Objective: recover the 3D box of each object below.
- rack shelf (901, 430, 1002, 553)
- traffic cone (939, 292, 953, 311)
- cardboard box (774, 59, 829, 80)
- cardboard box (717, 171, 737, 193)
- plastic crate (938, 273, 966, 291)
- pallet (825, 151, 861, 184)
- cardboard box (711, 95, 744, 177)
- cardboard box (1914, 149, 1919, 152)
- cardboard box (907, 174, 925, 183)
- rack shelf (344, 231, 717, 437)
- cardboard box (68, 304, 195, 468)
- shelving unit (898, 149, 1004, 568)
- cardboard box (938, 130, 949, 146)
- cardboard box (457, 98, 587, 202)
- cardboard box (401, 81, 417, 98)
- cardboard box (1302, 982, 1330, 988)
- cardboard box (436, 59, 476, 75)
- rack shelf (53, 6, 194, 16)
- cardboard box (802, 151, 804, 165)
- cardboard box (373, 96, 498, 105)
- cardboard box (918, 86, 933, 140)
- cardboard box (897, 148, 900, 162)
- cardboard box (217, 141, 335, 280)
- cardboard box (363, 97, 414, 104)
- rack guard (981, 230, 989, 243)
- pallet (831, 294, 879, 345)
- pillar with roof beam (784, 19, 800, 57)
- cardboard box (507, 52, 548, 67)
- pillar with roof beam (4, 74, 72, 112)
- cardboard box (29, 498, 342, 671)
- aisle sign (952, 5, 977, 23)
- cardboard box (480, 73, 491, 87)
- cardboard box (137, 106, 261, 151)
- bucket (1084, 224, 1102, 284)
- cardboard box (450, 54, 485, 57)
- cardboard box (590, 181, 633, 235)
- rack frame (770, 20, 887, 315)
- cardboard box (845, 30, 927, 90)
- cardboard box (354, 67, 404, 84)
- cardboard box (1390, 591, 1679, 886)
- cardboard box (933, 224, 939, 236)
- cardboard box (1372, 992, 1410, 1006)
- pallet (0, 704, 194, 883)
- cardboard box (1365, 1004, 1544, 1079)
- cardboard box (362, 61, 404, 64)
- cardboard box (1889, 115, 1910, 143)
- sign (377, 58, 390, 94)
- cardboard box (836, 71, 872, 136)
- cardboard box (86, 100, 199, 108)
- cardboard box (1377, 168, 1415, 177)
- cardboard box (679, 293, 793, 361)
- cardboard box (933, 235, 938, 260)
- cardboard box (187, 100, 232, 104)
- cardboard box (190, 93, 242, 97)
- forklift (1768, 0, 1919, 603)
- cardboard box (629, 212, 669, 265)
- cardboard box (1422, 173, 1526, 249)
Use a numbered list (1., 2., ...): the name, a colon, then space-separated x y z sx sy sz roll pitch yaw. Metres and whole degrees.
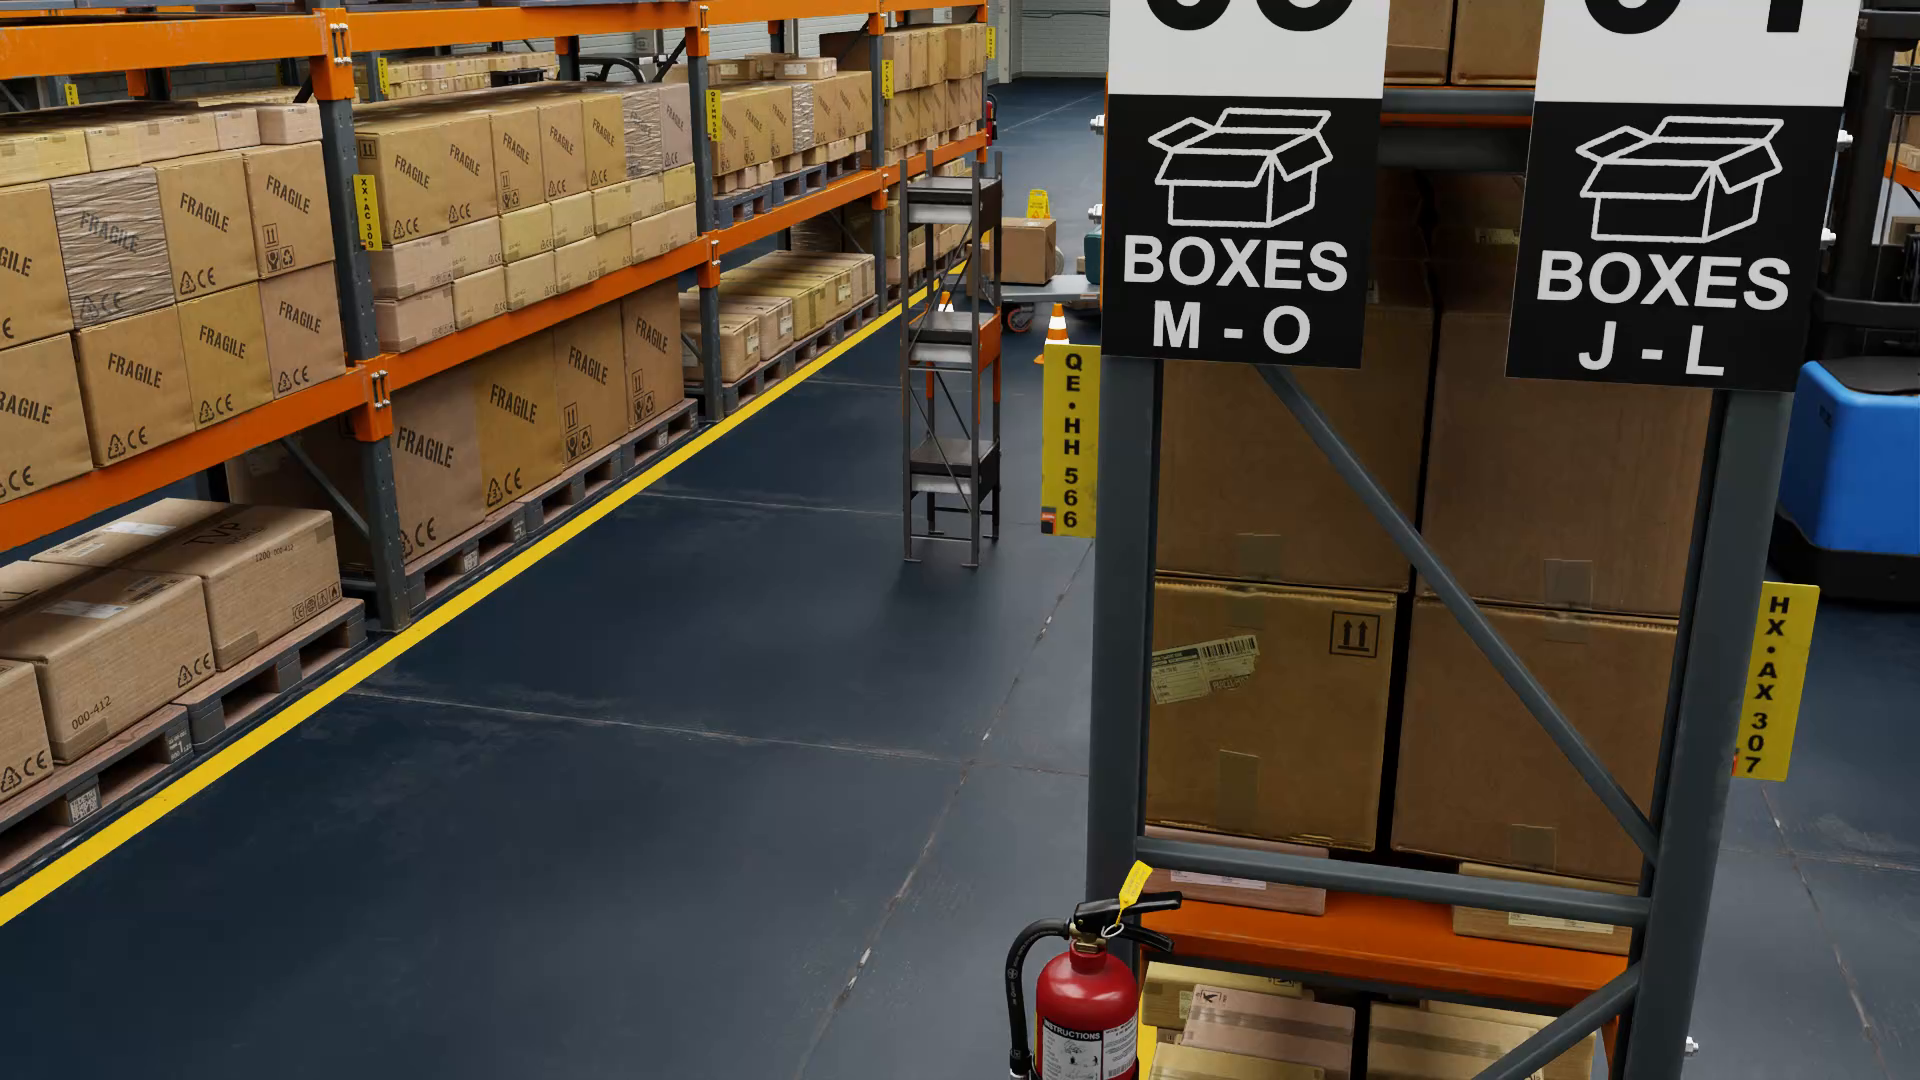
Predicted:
1. rack shelf: -0.040 -0.266 8.927 0.431 0.518 0.480 5 19 13
2. traffic cone: -0.120 -1.834 13.841 0.336 0.463 0.334 5 19 13
3. cardboard box: -1.268 -3.760 13.287 0.380 0.149 0.250 4 19 11
4. cardboard box: -1.790 -2.533 11.702 0.380 0.149 0.250 3 19 10
5. plastic crate: 0.005 -2.579 16.616 0.402 0.080 0.583 -2 19 -6
6. pallet: -1.502 -3.215 14.256 1.003 0.211 1.213 5 19 13
7. cardboard box: -1.817 -2.790 11.449 0.500 0.500 0.500 4 19 12
8. cardboard box: 8.813 -3.423 14.957 0.380 0.149 0.250 5 19 13
9. cardboard box: -0.556 -3.452 16.095 0.380 0.149 0.250 5 20 15
10. rack shelf: -2.640 -1.313 9.503 1.077 0.370 4.000 5 19 13
11. cardboard box: -3.223 -0.588 6.112 0.500 0.500 0.500 4 19 13
12. shelving unit: -0.040 -0.942 8.696 0.431 2.100 0.503 5 19 13
13. cardboard box: -0.325 -4.128 17.021 0.380 0.149 0.250 4 19 13
14. cardboard box: -2.400 -2.143 9.120 0.500 0.500 0.500 4 19 12
15. cardboard box: -5.594 -4.439 16.385 0.380 0.149 0.250 5 20 15
16. cardboard box: 0.784 1.028 4.377 0.380 0.149 0.250 4 19 11
17. cardboard box: -5.341 -4.986 17.525 0.380 0.149 0.250 5 19 14
18. rack shelf: -6.477 -4.377 13.833 1.077 0.370 4.000 5 19 13
19. cardboard box: -1.459 -3.037 13.178 0.380 0.149 0.250 4 19 11
20. cardboard box: -2.889 -2.190 9.257 0.500 0.500 0.500 5 19 14
21. cardboard box: -0.561 -4.153 16.091 0.500 0.500 0.500 4 19 13
22. cardboard box: -0.775 -3.571 15.392 0.380 0.149 0.250 5 20 15
23. cardboard box: -2.976 -1.377 6.877 0.500 0.500 0.500 4 19 13
24. cardboard box: -5.627 -4.090 16.367 0.500 0.500 0.500 4 19 12
25. rack guard: -0.215 -3.581 18.897 1.175 0.500 0.348 5 19 13
26. pallet: -1.363 -1.970 14.628 1.003 0.211 1.213 5 19 13
27. pillar with roof beam: 1.051 -11.291 28.323 9.100 9.000 0.400 5 19 13
28. cardboard box: -4.924 -5.465 18.927 0.380 0.149 0.250 5 19 13
29. pillar with roof beam: -3.347 -5.650 11.806 9.100 9.000 0.400 5 19 13
30. cardboard box: -3.386 0.176 7.346 0.875 0.438 0.875 4 19 13
31. aisle sign: 0.099 -6.014 18.133 0.394 0.787 0.004 5 19 13
32. cardboard box: -5.262 -4.927 17.812 0.380 0.149 0.250 5 19 13
33. cardboard box: -3.065 -1.658 6.696 0.380 0.149 0.250 5 20 15
34. bucket: 1.448 -2.569 14.782 0.726 0.611 0.620 12 32 32
35. cardboard box: -5.523 -5.345 18.578 0.380 0.149 0.250 5 19 14
36. cardboard box: -2.250 -1.951 9.716 0.500 0.250 0.500 4 19 12
37. rack frame: -1.174 -3.534 14.893 1.000 3.000 0.127 5 19 13
38. cardboard box: -0.710 -4.474 15.484 0.700 0.500 0.500 5 19 14
39. cardboard box: -5.623 -4.496 16.092 0.380 0.149 0.250 5 20 14
40. cardboard box: 1.096 0.280 3.113 0.500 0.500 0.500 6 20 16
41. cardboard box: -0.521 -3.281 16.596 0.500 0.500 0.500 6 20 16
42. cardboard box: 1.334 1.272 4.583 0.380 0.149 0.250 5 19 14
43. pallet: -3.687 0.909 6.199 1.003 0.211 1.213 5 19 13
44. cardboard box: 1.127 1.222 3.809 0.380 0.149 0.250 5 19 14
45. cardboard box: -5.967 -4.866 17.175 0.380 0.149 0.250 4 19 12
46. cardboard box: 9.252 -4.023 15.709 0.875 0.500 0.500 5 19 13
47. sign: -5.460 -4.395 15.746 0.100 0.325 0.005 5 19 13
48. cardboard box: -1.065 -3.758 14.283 0.500 0.500 0.500 4 19 12
49. cardboard box: -3.458 -1.775 7.039 0.380 0.149 0.250 4 19 13
50. cardboard box: 1.084 -0.887 4.982 0.500 0.500 0.500 5 19 14
51. cardboard box: -1.831 -1.643 12.774 0.950 0.372 0.625 4 19 12
52. cardboard box: -0.522 -2.930 16.728 0.500 0.250 0.500 4 19 13
53. cardboard box: -6.327 -3.596 13.917 0.380 0.149 0.250 5 19 13
54. cardboard box: -6.588 -3.870 14.718 0.380 0.149 0.250 5 19 13
55. forklift: 5.018 -1.486 9.005 1.130 2.935 3.031 4 19 13
56. cardboard box: -2.133 -1.869 10.250 0.500 0.250 0.500 5 19 14
57. cardboard box: 1.473 -0.674 4.359 0.500 0.500 0.500 4 19 12
